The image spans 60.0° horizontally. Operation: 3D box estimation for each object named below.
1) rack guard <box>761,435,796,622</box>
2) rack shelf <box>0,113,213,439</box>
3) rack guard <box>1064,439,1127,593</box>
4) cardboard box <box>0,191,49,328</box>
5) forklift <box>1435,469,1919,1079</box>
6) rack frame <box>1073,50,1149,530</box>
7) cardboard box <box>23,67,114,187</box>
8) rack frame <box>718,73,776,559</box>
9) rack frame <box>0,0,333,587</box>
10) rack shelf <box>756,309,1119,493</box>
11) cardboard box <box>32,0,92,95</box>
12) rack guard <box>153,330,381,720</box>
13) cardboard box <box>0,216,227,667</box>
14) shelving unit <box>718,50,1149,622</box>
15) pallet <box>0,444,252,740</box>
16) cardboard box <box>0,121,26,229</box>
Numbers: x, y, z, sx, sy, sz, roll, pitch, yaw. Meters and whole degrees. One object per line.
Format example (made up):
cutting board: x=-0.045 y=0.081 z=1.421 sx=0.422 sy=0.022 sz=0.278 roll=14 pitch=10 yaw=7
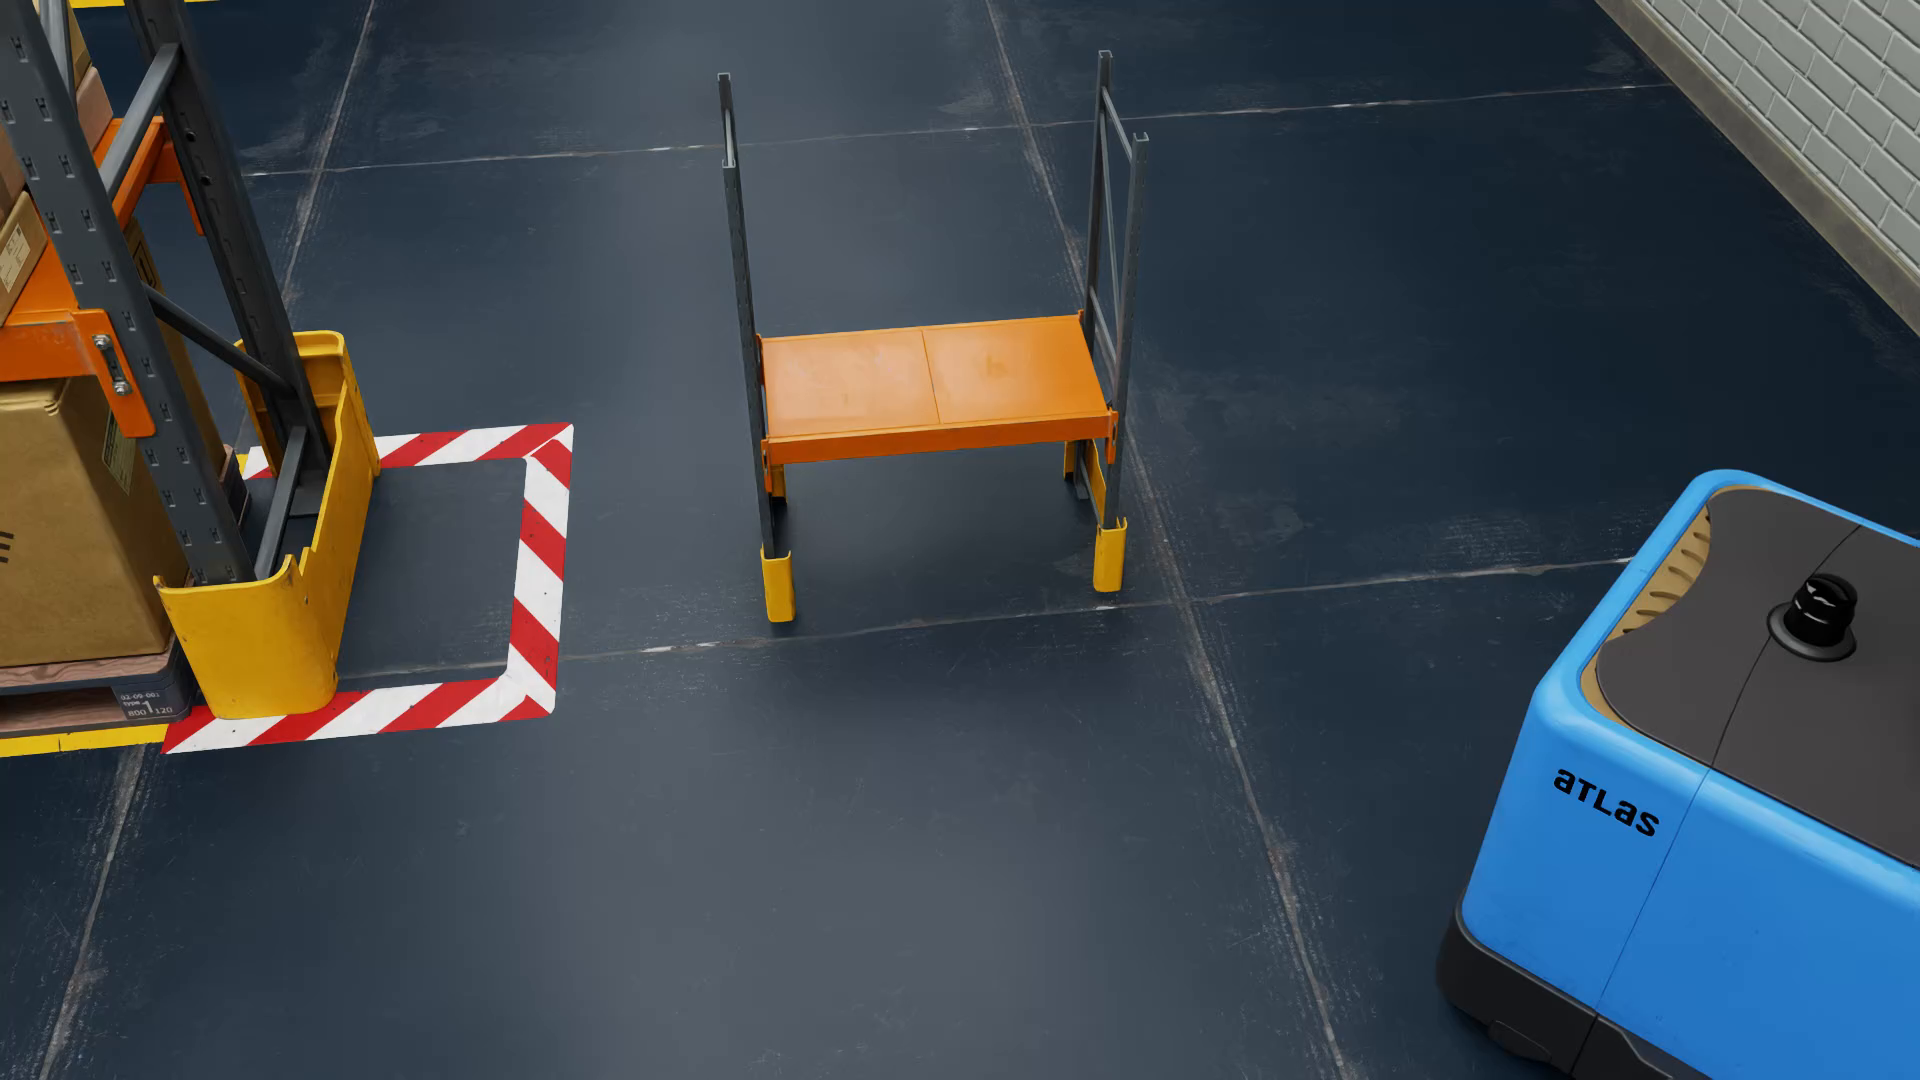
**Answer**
rack guard: x=-0.569 y=-0.043 z=5.111 sx=0.087 sy=0.250 sz=0.587 roll=-5 pitch=42 yaw=-6
rack shelf: x=-4.034 y=-0.561 z=4.170 sx=4.000 sy=0.370 sz=1.077 roll=-5 pitch=42 yaw=-6
rack guard: x=0.418 y=-0.129 z=5.207 sx=0.087 sy=0.250 sz=0.587 roll=-5 pitch=42 yaw=-6
cardboard box: x=-2.362 y=-0.659 z=3.929 sx=0.250 sy=0.149 sz=0.380 roll=-4 pitch=42 yaw=-5
forklift: x=2.601 y=0.393 z=2.626 sx=3.031 sy=2.935 sz=1.130 roll=29 pitch=49 yaw=28
rack frame: x=0.419 y=-0.594 z=4.788 sx=0.032 sy=1.500 sz=0.500 roll=-5 pitch=42 yaw=-6
cardboard box: x=-2.446 y=-1.097 z=4.414 sx=0.250 sy=0.149 sz=0.380 roll=-5 pitch=42 yaw=-5
rack frame: x=-0.589 y=-0.505 z=4.691 sx=0.032 sy=1.500 sz=0.500 roll=-5 pitch=42 yaw=-6
rack frame: x=-2.051 y=-1.002 z=4.121 sx=0.127 sy=3.000 sz=1.000 roll=-5 pitch=42 yaw=-6
rack shelf: x=-0.085 y=-0.416 z=4.860 sx=1.000 sy=0.185 sz=0.538 roll=-5 pitch=42 yaw=-6
cardboard box: x=-2.562 y=-1.194 z=4.224 sx=0.500 sy=0.250 sz=0.500 roll=-6 pitch=42 yaw=-7
rack guard: x=-2.027 y=-0.076 z=4.961 sx=0.348 sy=0.500 sz=1.175 roll=-5 pitch=42 yaw=-6
cardboard box: x=-2.675 y=-0.260 z=4.572 sx=0.875 sy=0.875 sz=0.875 roll=-5 pitch=42 yaw=-6
shelving unit: x=-0.076 y=-0.550 z=4.740 sx=1.083 sy=1.500 sz=0.587 roll=-5 pitch=42 yaw=-6
pallet: x=-2.834 y=0.155 z=4.921 sx=1.213 sy=0.211 sz=1.003 roll=-5 pitch=42 yaw=-6
cardboard box: x=-2.497 y=-0.838 z=3.830 sx=0.500 sy=0.250 sz=0.500 roll=-6 pitch=42 yaw=-6
